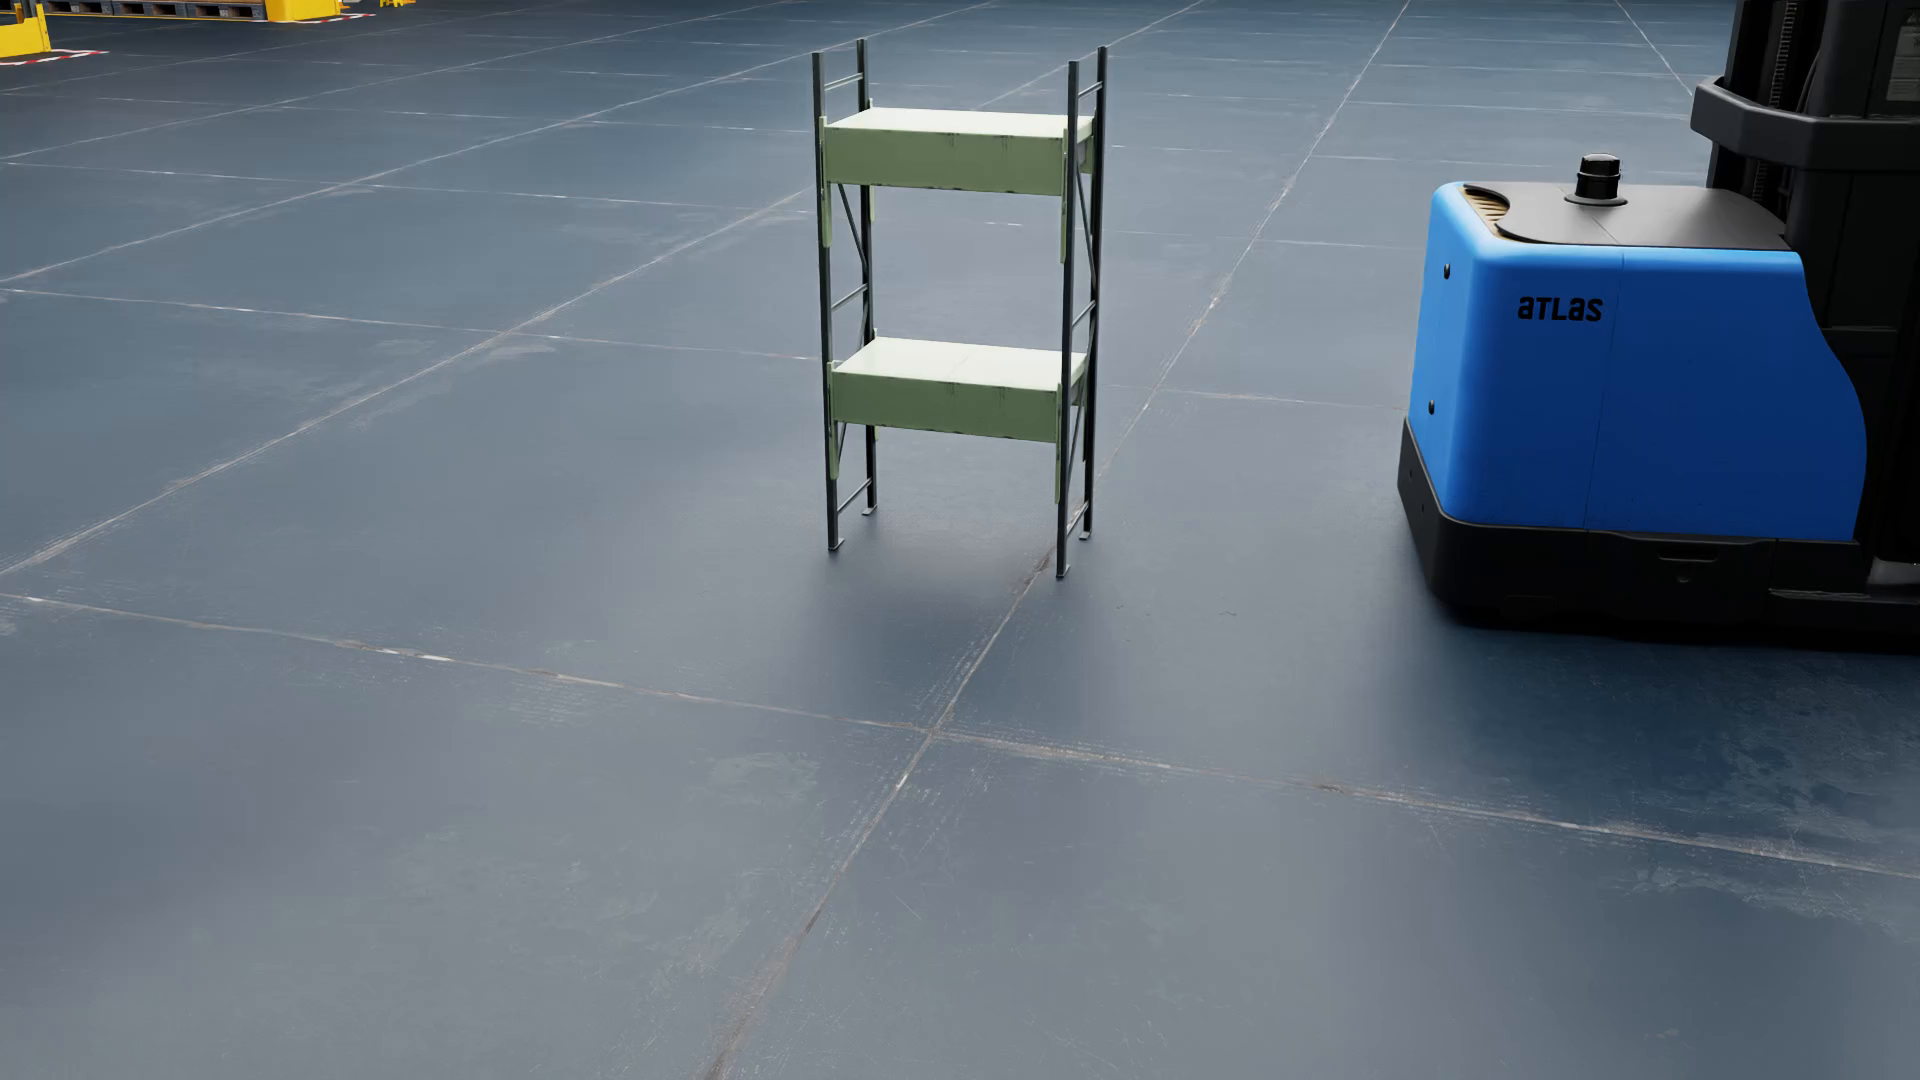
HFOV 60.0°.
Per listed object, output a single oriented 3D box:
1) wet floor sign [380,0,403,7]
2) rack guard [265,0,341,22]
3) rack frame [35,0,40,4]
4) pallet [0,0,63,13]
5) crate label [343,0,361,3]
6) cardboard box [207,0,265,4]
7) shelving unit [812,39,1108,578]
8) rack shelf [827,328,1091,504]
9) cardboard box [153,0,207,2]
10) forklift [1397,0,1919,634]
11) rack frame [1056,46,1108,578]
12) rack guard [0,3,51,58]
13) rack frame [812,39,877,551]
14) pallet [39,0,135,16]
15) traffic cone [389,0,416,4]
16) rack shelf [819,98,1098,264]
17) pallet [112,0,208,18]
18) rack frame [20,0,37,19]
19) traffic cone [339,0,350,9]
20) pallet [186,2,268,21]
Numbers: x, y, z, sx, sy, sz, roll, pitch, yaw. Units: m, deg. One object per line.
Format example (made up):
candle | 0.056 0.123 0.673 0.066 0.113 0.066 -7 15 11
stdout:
wet floor sign | -8.293 -8.092 24.147 0.232 0.644 0.267 3 22 6
rack guard | -8.870 -7.306 22.422 0.348 0.500 1.175 7 23 16
rack frame | -12.722 -8.904 23.023 0.127 3.000 1.000 7 23 16
pallet | -13.483 -7.671 23.692 1.213 0.211 1.003 7 23 16
crate label | -9.109 -8.152 24.962 0.298 0.136 0.250 -5 23 -12
cardboard box | -9.561 -7.727 22.400 0.875 0.875 0.875 7 23 16
shelving unit | 0.006 -0.693 4.984 0.755 1.500 0.431 7 23 16
rack shelf | 0.006 -0.392 5.107 0.720 0.370 0.431 7 23 16
cardboard box | -10.404 -7.822 22.634 0.875 0.875 0.875 6 23 15
forklift | 2.896 -1.233 4.414 3.031 2.935 1.130 3 22 7
rack frame | 0.357 -0.653 4.886 0.023 1.500 0.400 7 23 16
rack guard | -10.495 -5.526 18.083 0.348 0.500 1.175 7 23 16
rack frame | -0.344 -0.733 5.081 0.023 1.500 0.400 7 23 16
pallet | -12.017 -7.502 23.280 1.213 0.211 1.003 7 23 15
traffic cone | -8.339 -8.239 24.745 0.334 0.463 0.336 7 23 16
rack shelf | 0.006 -1.054 4.836 0.720 0.370 0.431 7 23 16
pallet | -10.845 -7.369 22.956 1.213 0.211 1.003 7 23 15
rack frame | -10.422 -6.674 17.588 0.127 3.000 1.000 7 23 16
traffic cone | -8.991 -7.865 23.835 0.334 0.463 0.336 7 23 16
pallet | -9.681 -7.234 22.628 1.213 0.211 1.003 7 23 15
